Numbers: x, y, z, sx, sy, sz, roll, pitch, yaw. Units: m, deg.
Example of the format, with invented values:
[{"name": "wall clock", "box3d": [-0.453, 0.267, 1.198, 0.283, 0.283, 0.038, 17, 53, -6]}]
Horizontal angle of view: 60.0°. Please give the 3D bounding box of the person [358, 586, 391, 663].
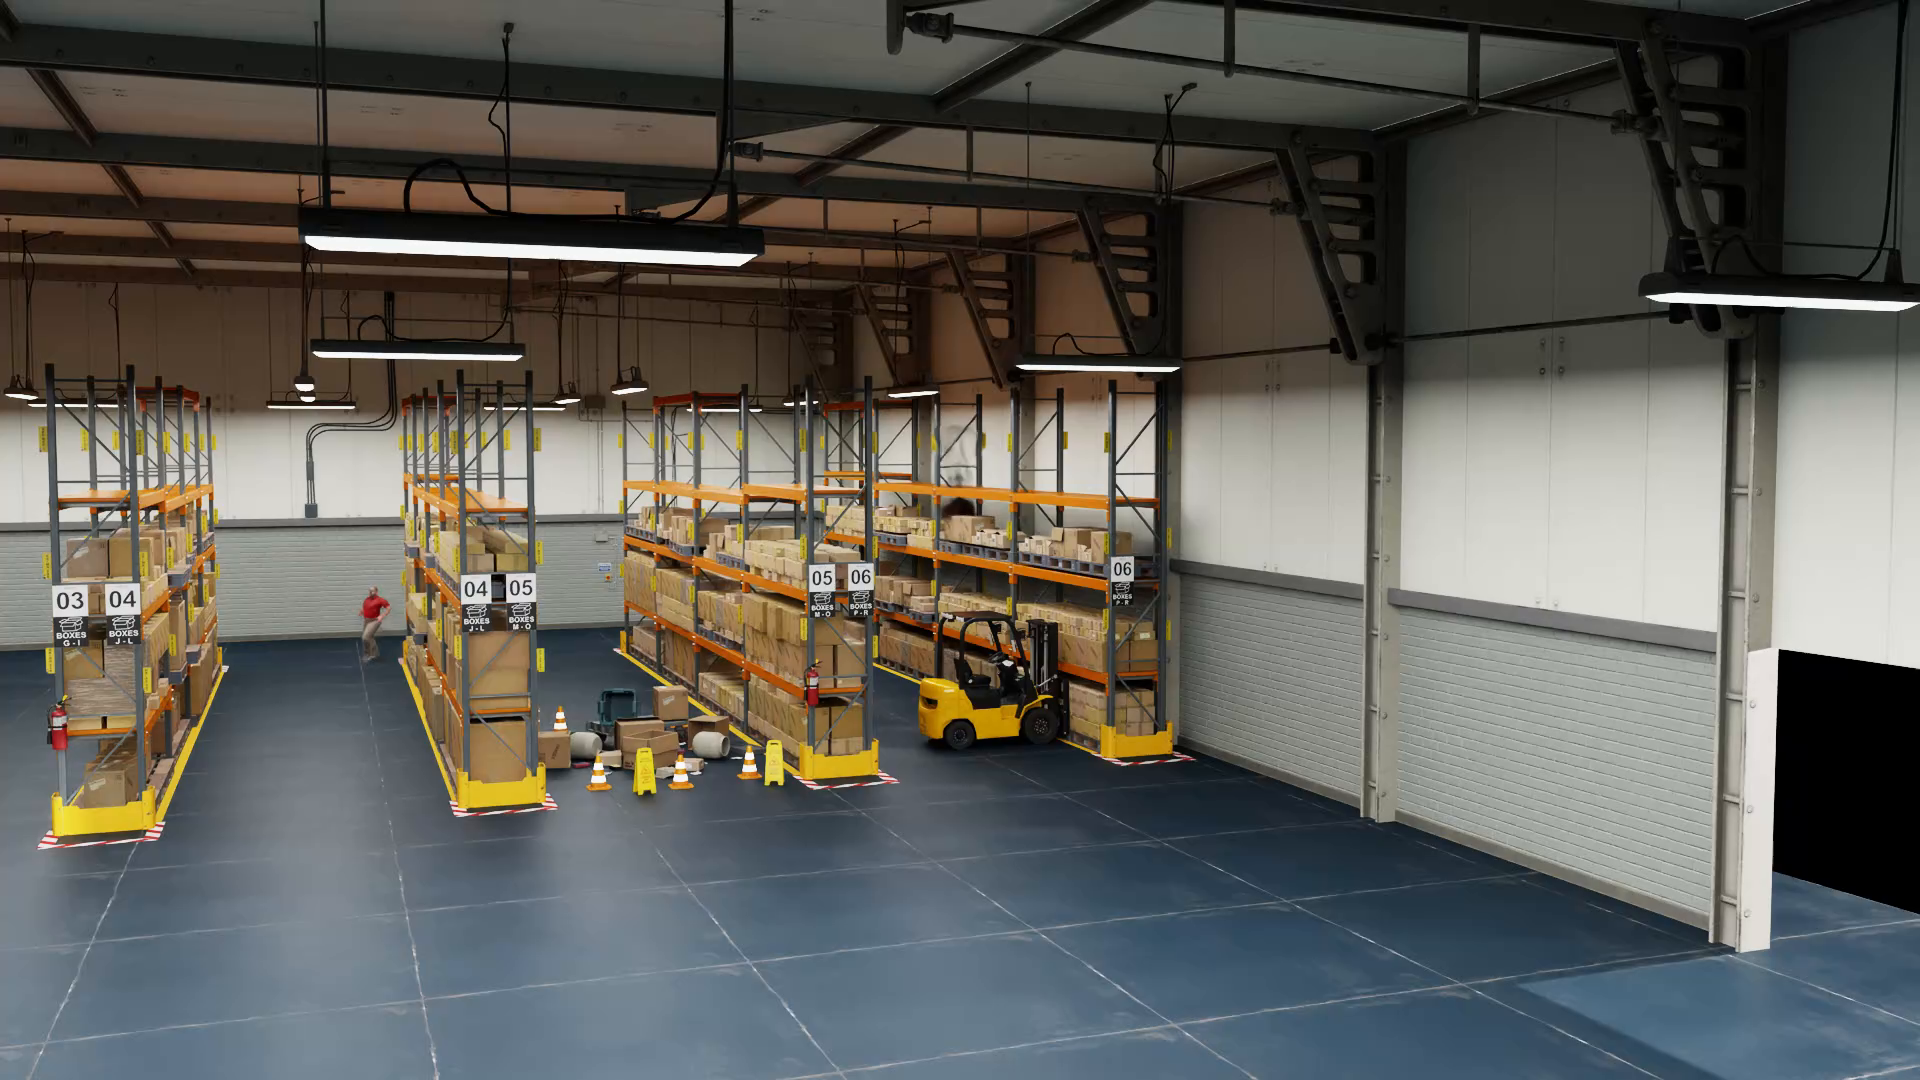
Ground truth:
[{"name": "person", "box3d": [-13.463, 1.945, 38.094, 0.728, 1.779, 0.637, 2, 4, 31]}]
